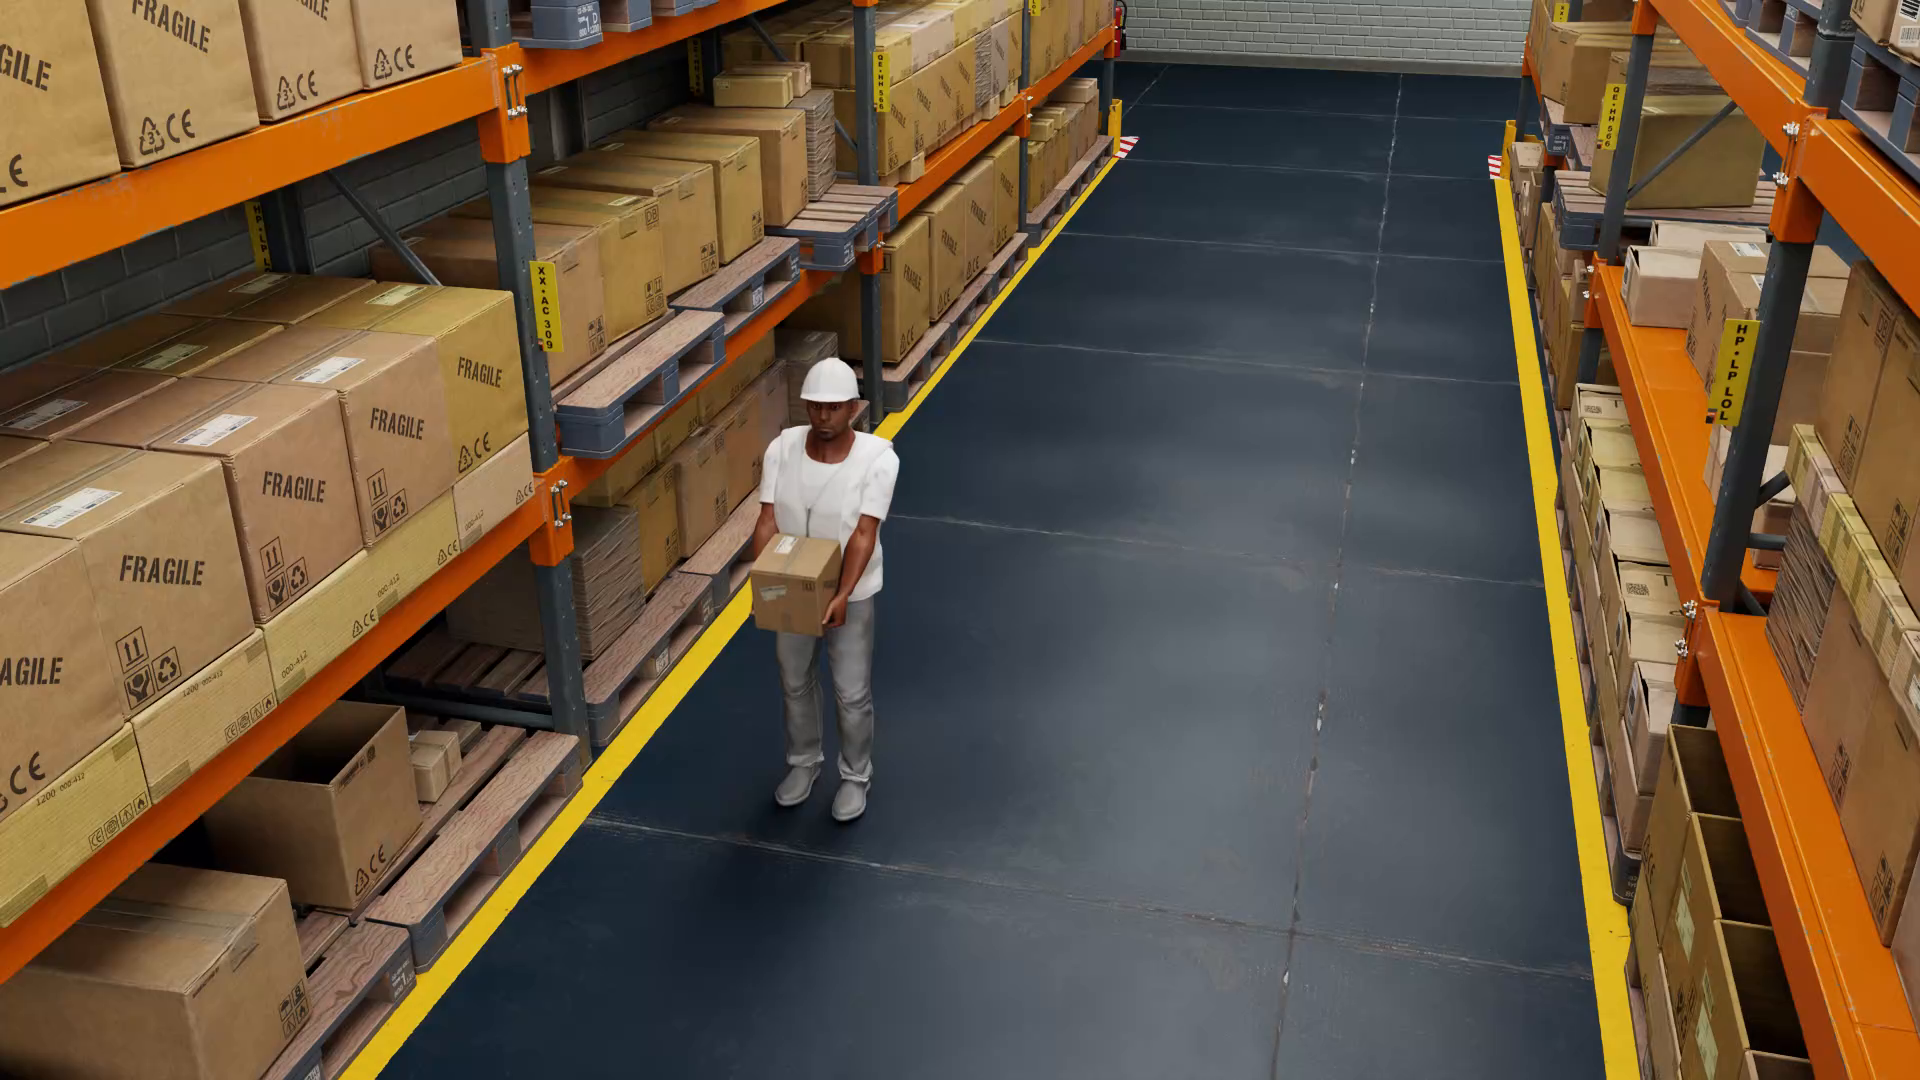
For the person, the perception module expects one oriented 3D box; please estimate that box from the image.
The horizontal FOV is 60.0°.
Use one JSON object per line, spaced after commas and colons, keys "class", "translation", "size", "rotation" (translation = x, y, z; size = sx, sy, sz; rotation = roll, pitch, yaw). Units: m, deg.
{"class": "person", "translation": [-0.510, 0.223, 6.113], "size": [0.504, 1.760, 0.585], "rotation": [7, 26, 14]}
